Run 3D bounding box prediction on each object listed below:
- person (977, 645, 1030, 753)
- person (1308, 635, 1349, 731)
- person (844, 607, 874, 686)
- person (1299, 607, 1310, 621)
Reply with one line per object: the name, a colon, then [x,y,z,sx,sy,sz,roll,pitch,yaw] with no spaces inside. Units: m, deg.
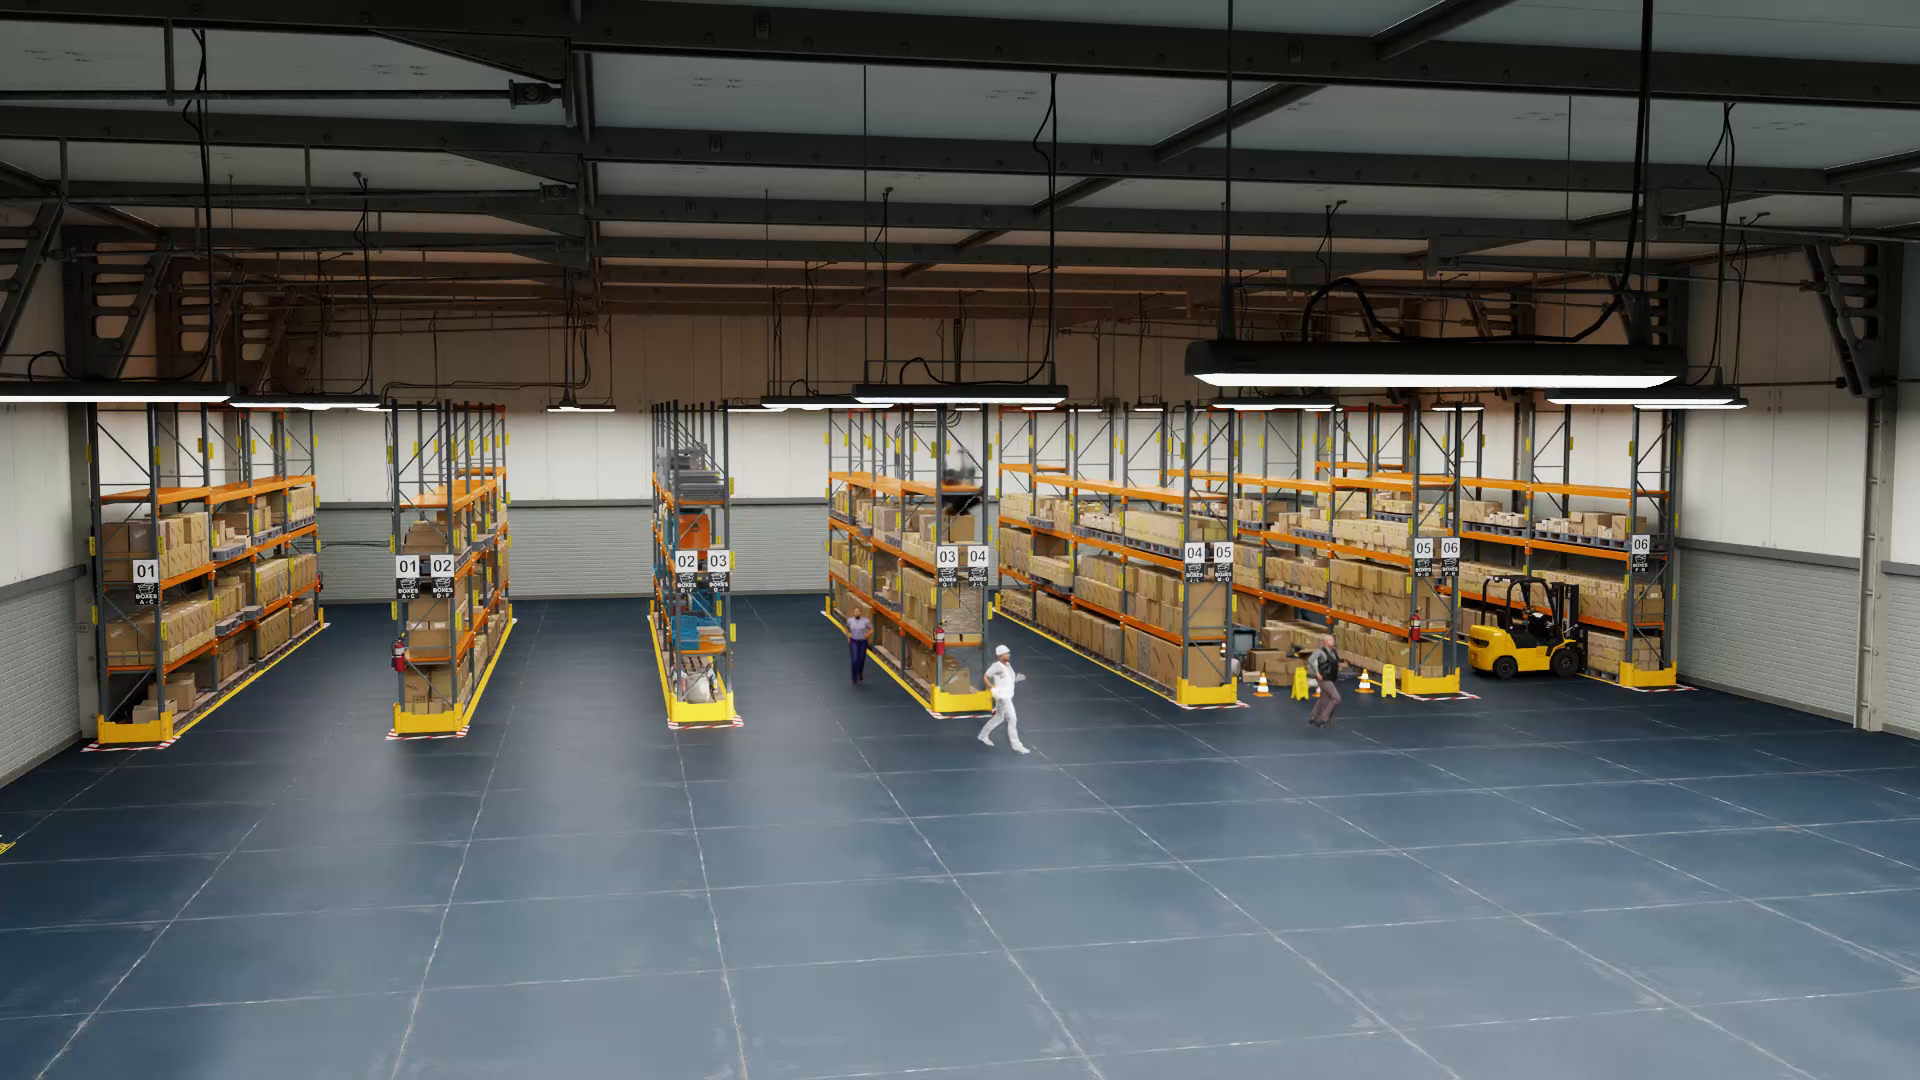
person: [0.736,2.680,28.201,0.947,1.799,0.674,1,4,14]
person: [6.701,2.601,30.273,0.742,1.768,0.627,3,5,36]
person: [-2.149,2.346,35.420,0.612,1.537,0.721,-1,4,-7]
person: [9.124,1.595,44.044,0.542,1.579,0.874,-1,4,-15]
